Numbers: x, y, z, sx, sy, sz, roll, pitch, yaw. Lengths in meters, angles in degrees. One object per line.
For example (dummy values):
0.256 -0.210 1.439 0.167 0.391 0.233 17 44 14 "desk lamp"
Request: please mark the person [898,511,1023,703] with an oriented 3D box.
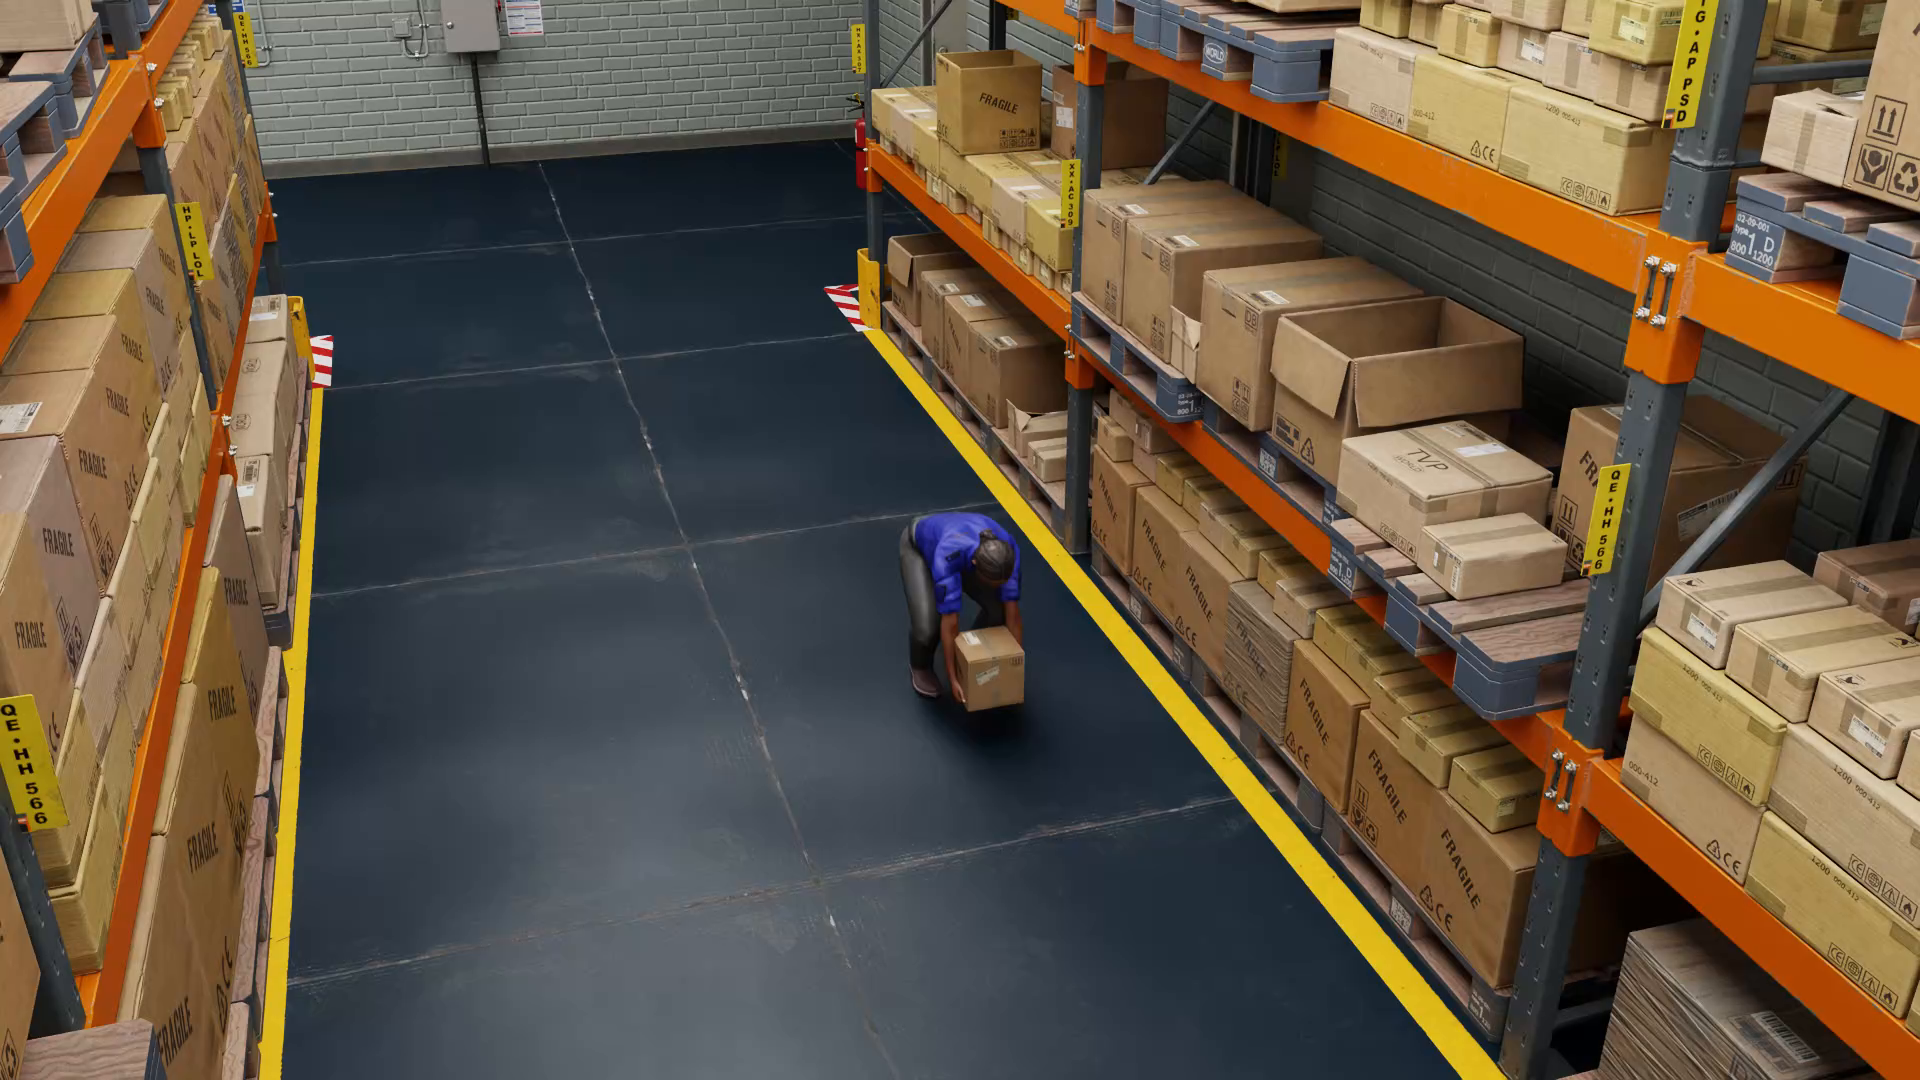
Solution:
0.010 0.286 7.349 0.459 0.947 0.867 -9 28 -18 "person"
